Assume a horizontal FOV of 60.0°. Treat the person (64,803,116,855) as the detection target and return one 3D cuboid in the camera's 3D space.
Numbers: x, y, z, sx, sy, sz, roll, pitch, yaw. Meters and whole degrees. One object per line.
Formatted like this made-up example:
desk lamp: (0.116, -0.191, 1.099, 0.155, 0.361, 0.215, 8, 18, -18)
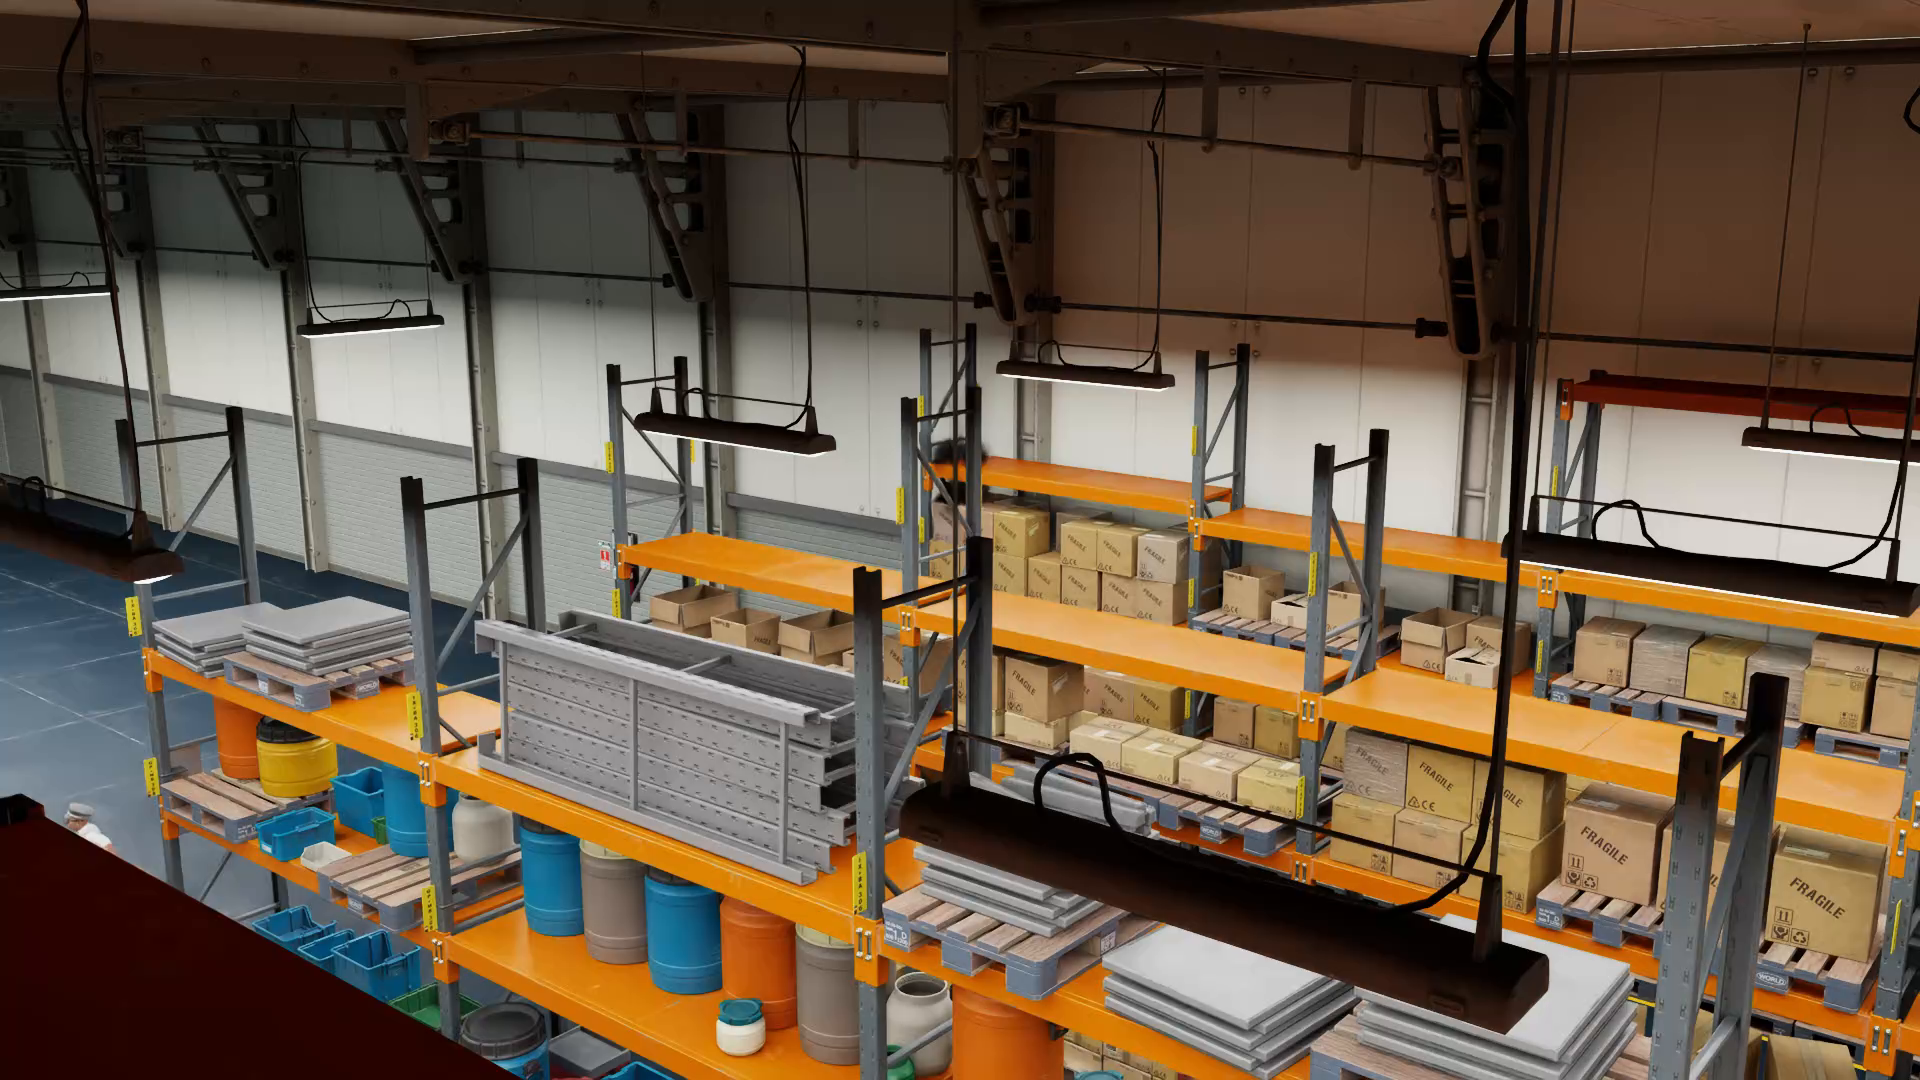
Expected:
person: (-8.736, 3.501, 16.788, 0.803, 1.796, 0.690, -5, 14, -21)
